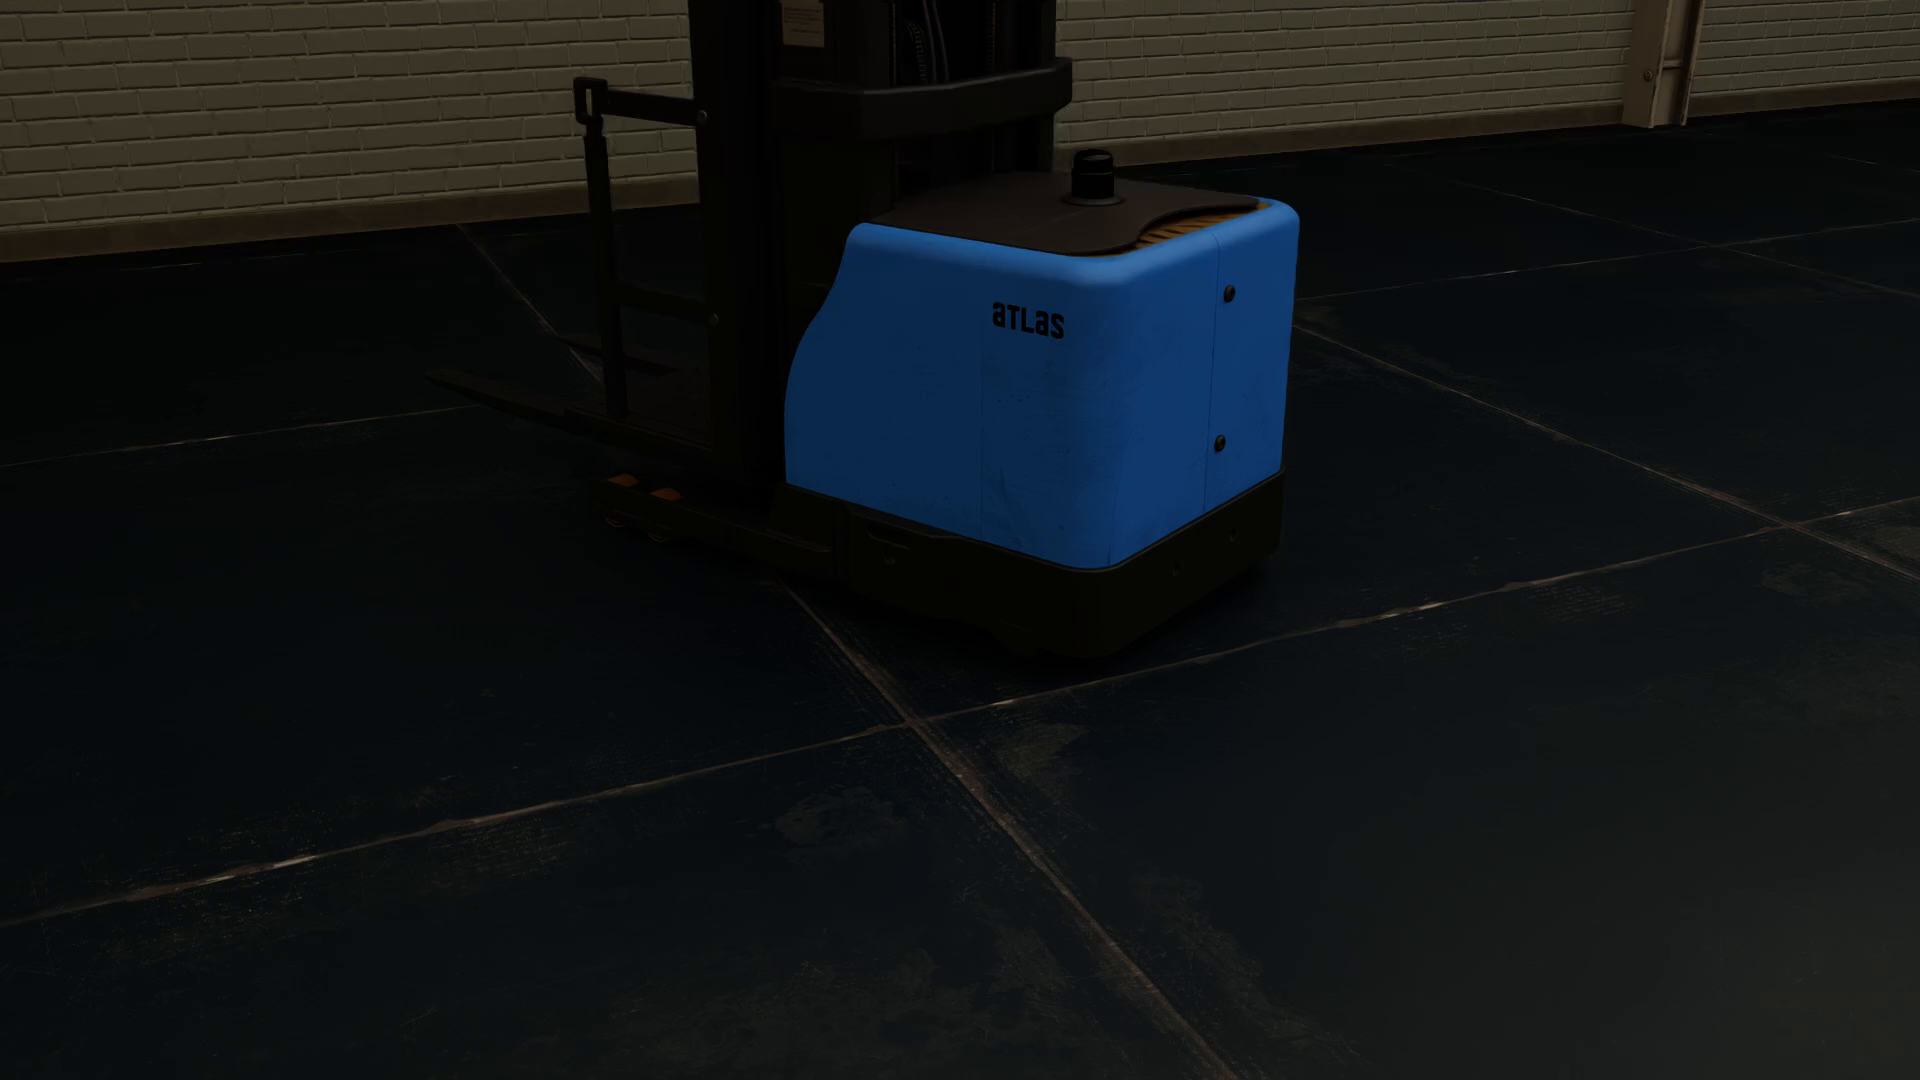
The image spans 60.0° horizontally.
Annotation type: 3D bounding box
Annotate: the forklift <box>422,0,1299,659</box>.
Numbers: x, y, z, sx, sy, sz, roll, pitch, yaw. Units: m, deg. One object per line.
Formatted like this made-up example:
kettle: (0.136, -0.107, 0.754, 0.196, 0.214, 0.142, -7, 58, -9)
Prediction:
forklift: (-0.532, -1.488, 4.867, 3.031, 2.935, 1.130, 17, 28, 35)
